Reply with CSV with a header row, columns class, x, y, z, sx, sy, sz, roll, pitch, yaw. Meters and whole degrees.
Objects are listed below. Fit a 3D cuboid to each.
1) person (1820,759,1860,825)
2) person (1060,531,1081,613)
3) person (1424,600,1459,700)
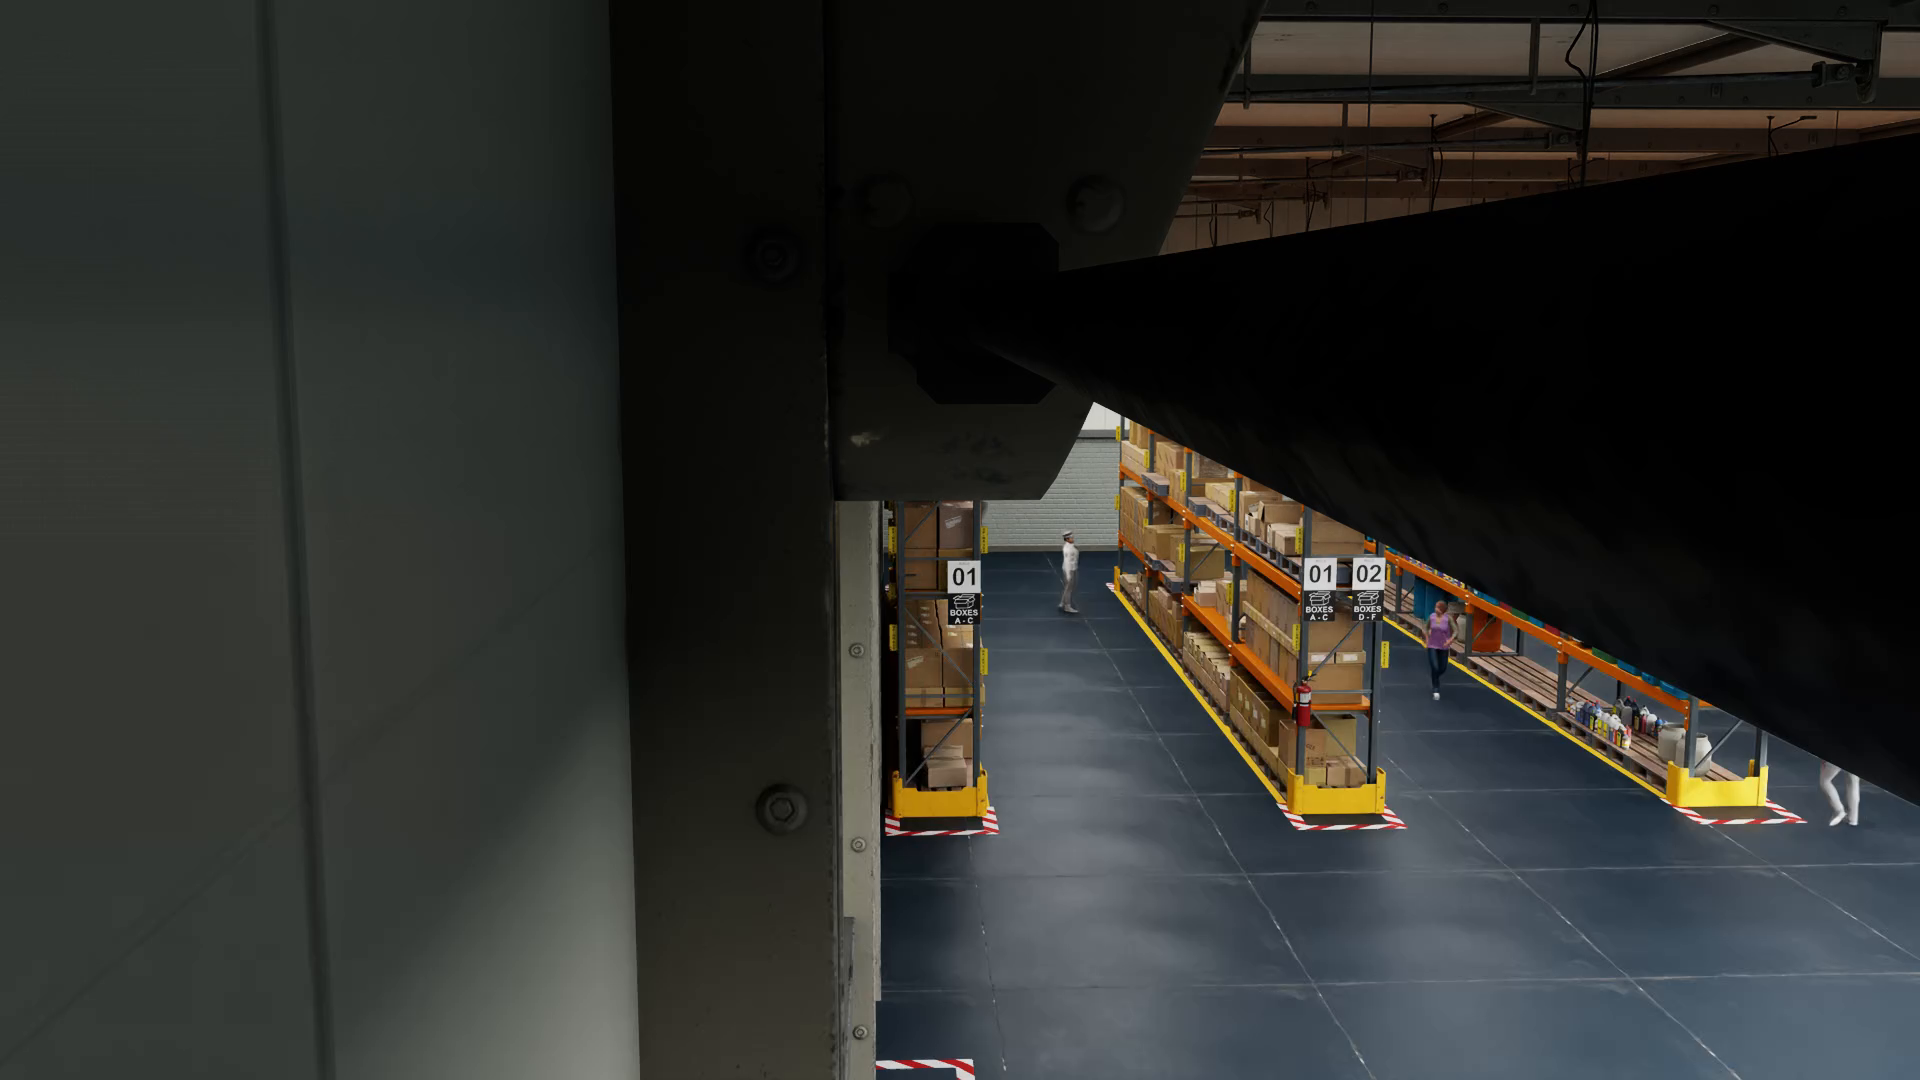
class,x,y,z,sx,sy,sz,roll,pitch,yaw
person,10.667,2.629,20.037,0.539,1.671,0.539,2,9,16
person,2.229,0.633,33.875,0.424,1.690,0.540,3,9,22
person,7.716,1.739,26.702,0.491,1.589,0.648,0,8,1
